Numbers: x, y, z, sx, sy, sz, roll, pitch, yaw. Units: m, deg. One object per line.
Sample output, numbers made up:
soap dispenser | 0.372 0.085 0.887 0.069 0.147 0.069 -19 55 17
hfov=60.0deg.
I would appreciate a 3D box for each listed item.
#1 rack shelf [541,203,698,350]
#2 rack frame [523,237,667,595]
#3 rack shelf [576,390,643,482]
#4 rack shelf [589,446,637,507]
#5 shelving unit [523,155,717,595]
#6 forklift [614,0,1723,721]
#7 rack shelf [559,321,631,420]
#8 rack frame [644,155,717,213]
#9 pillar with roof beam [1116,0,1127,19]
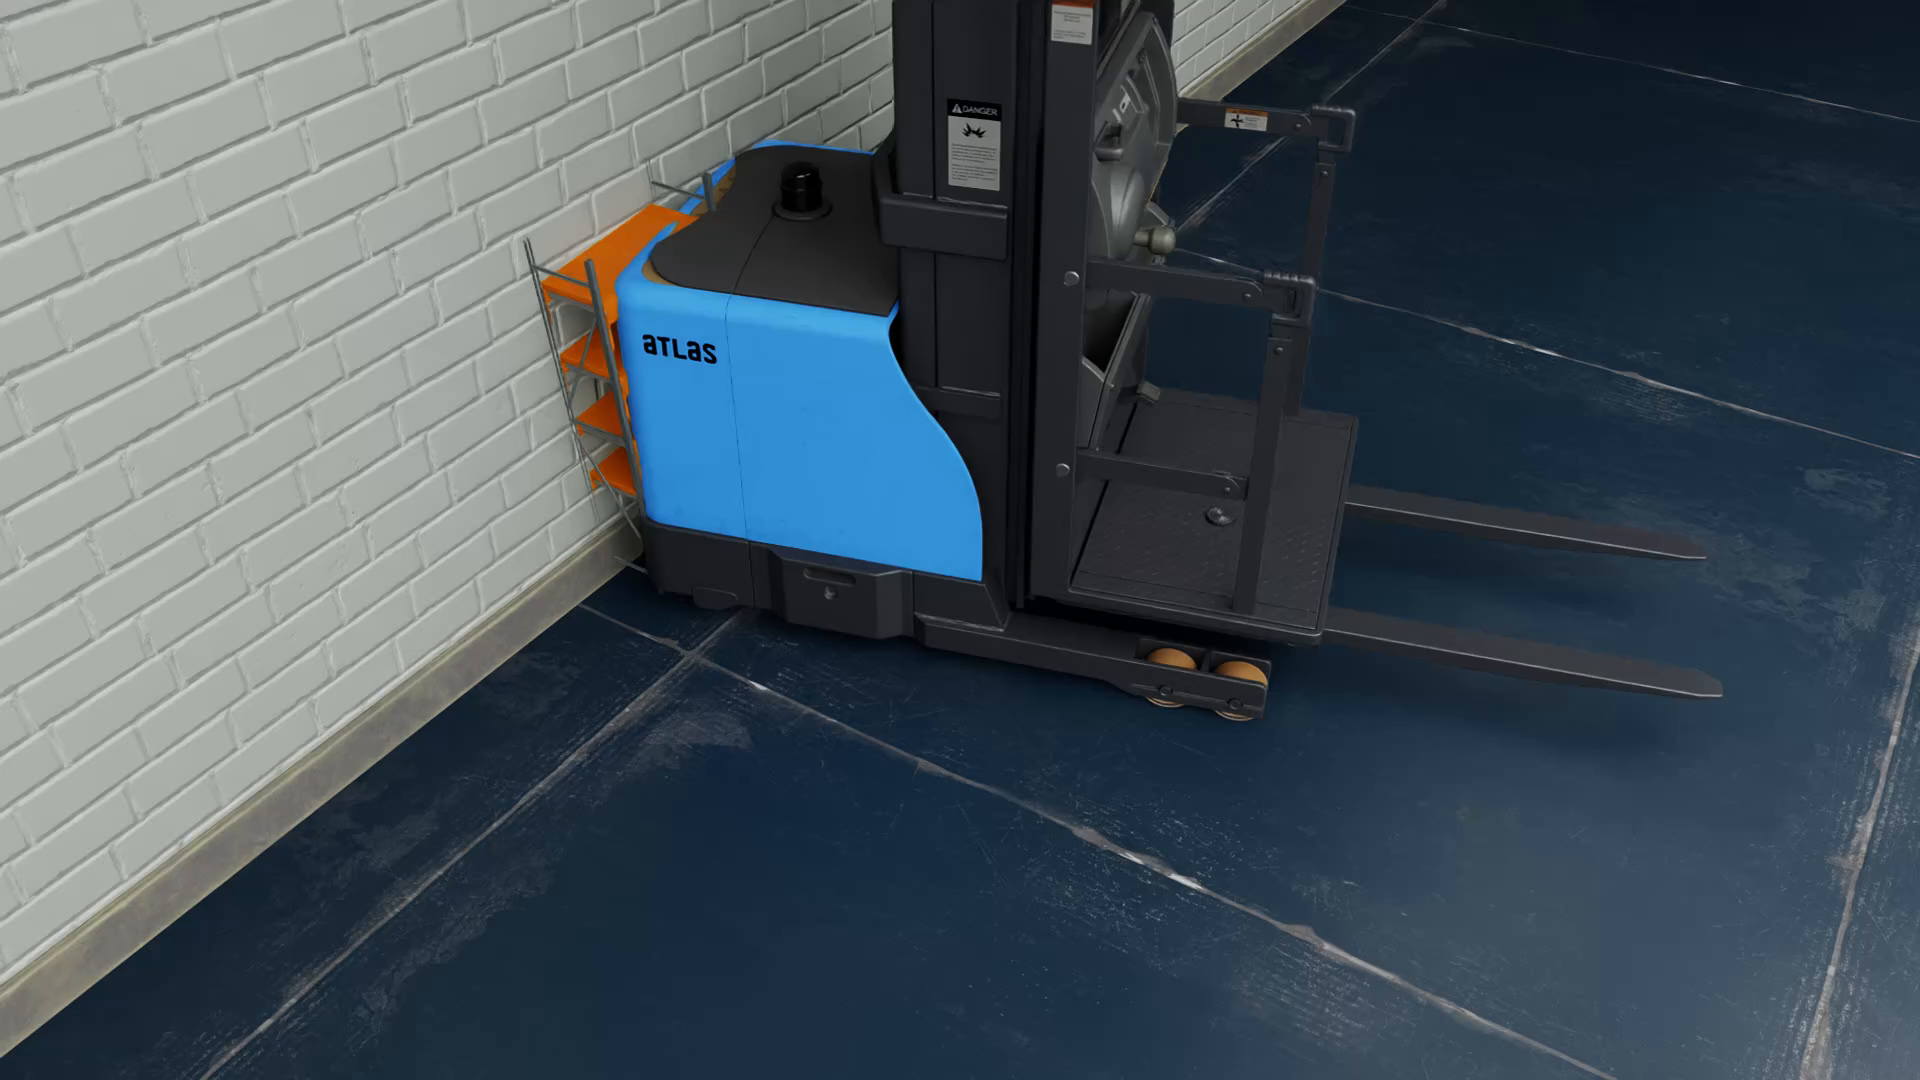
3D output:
rack shelf | -0.907 -0.741 4.581 0.258 0.148 0.480 21 47 24
rack frame | -1.019 -0.307 4.695 0.240 1.200 0.015 21 47 24
rack shelf | -0.888 -0.400 4.890 0.258 0.148 0.480 21 47 24
rack shelf | -0.880 -0.254 5.024 0.258 0.148 0.480 21 47 24
shelving unit | -0.891 -0.450 4.845 0.258 1.200 0.503 21 47 24
forklift | 0.634 -1.023 4.177 3.031 2.935 1.130 10 39 13
rack shelf | -0.897 -0.566 4.740 0.258 0.148 0.480 21 47 24
rack frame | -0.763 -0.594 4.996 0.240 1.200 0.015 21 47 24
pillar with roof beam | 4.195 -3.473 2.384 9.100 9.000 0.400 21 42 25
